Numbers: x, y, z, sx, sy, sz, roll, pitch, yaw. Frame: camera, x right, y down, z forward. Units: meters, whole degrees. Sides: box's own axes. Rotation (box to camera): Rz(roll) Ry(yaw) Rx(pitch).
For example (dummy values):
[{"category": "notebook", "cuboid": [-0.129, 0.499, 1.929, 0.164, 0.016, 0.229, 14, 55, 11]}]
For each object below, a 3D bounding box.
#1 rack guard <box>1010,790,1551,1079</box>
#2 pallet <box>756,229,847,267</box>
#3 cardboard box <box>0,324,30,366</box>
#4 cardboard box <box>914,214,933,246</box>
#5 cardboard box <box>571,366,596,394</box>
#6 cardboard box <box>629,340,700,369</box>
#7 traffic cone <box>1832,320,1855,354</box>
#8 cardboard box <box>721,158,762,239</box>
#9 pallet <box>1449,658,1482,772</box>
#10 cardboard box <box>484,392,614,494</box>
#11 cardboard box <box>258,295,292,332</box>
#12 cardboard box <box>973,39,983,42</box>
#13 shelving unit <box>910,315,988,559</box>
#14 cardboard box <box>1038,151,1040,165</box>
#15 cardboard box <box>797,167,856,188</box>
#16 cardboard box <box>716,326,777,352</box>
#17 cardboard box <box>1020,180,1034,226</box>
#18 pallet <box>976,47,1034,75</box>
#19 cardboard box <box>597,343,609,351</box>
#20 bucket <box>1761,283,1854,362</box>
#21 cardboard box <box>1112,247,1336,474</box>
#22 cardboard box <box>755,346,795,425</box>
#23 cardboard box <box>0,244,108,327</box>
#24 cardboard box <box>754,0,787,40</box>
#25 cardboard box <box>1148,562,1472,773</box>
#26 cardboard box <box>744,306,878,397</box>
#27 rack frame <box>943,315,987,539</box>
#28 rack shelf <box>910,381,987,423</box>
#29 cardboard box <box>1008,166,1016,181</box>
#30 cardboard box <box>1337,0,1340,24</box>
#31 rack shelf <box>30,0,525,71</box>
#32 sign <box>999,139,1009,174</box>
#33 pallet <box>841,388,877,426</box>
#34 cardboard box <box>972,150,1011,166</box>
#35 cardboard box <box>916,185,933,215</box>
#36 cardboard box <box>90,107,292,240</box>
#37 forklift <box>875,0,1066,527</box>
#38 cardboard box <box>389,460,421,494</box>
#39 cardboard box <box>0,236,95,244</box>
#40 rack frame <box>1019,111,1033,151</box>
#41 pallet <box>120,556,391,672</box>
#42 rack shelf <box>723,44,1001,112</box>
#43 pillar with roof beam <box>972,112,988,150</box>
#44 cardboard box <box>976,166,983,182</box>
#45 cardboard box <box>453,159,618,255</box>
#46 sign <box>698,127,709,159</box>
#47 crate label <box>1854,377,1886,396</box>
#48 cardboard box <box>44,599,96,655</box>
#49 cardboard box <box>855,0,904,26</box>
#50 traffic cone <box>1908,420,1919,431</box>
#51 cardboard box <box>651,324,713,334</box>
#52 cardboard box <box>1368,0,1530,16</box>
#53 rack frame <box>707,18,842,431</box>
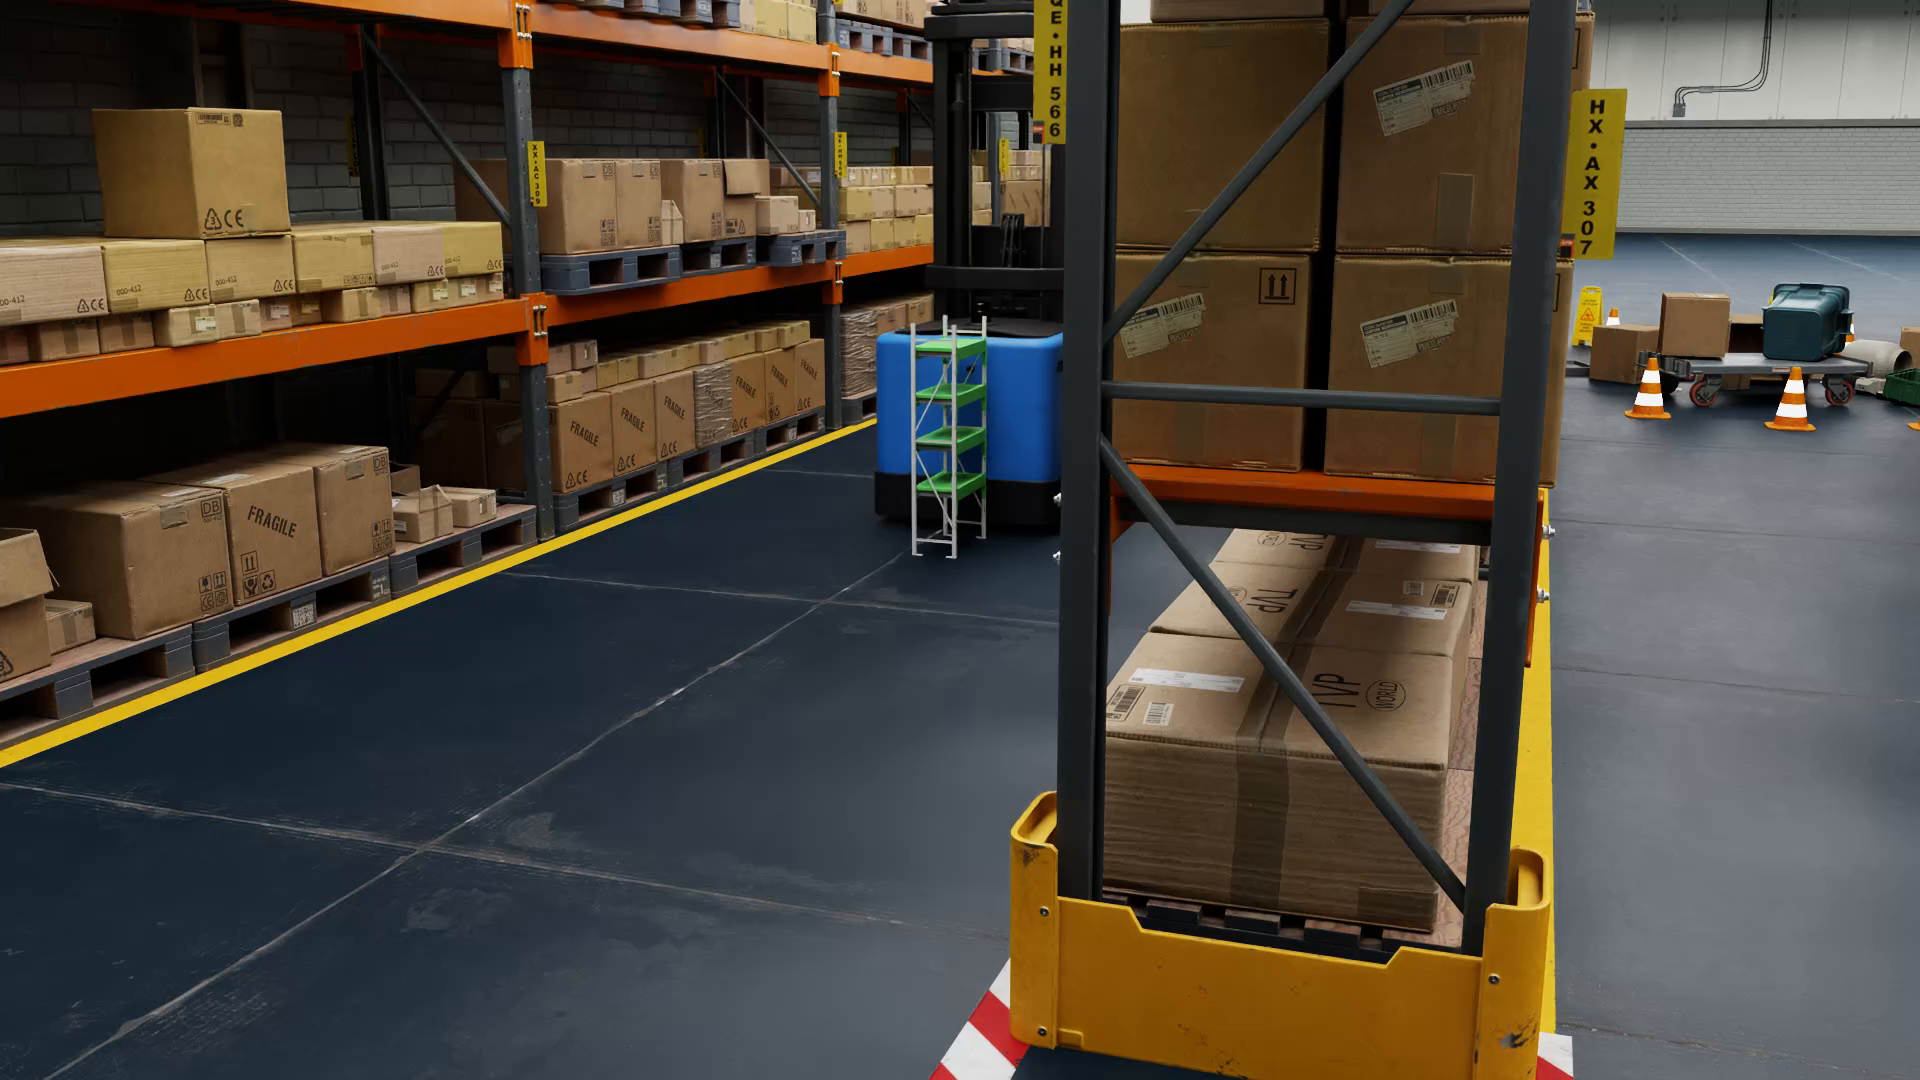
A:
[{"category": "rack guard", "cuboid": [0.708, 0.929, 3.796, 1.175, 0.500, 0.348, 4, 14, 18]}, {"category": "pallet", "cuboid": [-1.547, -2.095, 11.856, 1.213, 0.211, 1.003, 4, 14, 18]}, {"category": "cardboard box", "cuboid": [-3.526, -0.693, 5.850, 0.380, 0.149, 0.250, 4, 14, 18]}, {"category": "cardboard box", "cuboid": [-0.522, -2.662, 14.249, 0.500, 0.250, 0.500, 5, 14, 20]}, {"category": "cardboard box", "cuboid": [-2.304, -0.917, 9.479, 0.380, 0.149, 0.250, 4, 13, 17]}, {"category": "cardboard box", "cuboid": [-1.897, -1.191, 10.681, 0.380, 0.149, 0.250, 4, 14, 19]}, {"category": "traffic cone", "cuboid": [9.093, -2.083, 17.072, 0.336, 0.463, 0.334, 4, 14, 18]}, {"category": "cardboard box", "cuboid": [-1.747, -2.234, 10.860, 0.797, 0.503, 0.637, 4, 13, 17]}, {"category": "pallet", "cuboid": [1.297, 0.634, 5.734, 1.003, 0.211, 1.213, 4, 14, 18]}, {"category": "cardboard box", "cuboid": [-2.319, -0.566, 9.399, 0.500, 0.500, 0.500, 5, 14, 21]}, {"category": "cardboard box", "cuboid": [-3.068, -0.963, 7.029, 0.380, 0.149, 0.250, 4, 14, 18]}, {"category": "cardboard box", "cuboid": [-0.103, -4.681, 15.046, 0.500, 0.311, 0.500, 4, 13, 17]}, {"category": "shelving unit", "cuboid": [-0.054, -0.550, 8.702, 0.258, 1.200, 0.503, 4, 14, 18]}, {"category": "cardboard box", "cuboid": [0.626, -4.011, 17.470, 0.380, 0.149, 0.250, 4, 14, 18]}, {"category": "cardboard box", "cuboid": [-1.012, -2.747, 12.600, 0.380, 0.149, 0.250, 5, 14, 20]}, {"category": "cardboard box", "cuboid": [-1.500, -1.404, 11.616, 0.380, 0.149, 0.250, 4, 13, 17]}, {"category": "cardboard box", "cuboid": [0.444, -3.413, 16.974, 0.500, 0.500, 0.500, 5, 14, 19]}, {"category": "pallet", "cuboid": [0.152, -4.779, 16.643, 1.003, 0.211, 1.213, 4, 14, 18]}, {"category": "cardboard box", "cuboid": [-2.463, -1.170, 10.590, 0.380, 0.149, 0.250, 5, 14, 19]}, {"category": "bucket", "cuboid": [7.177, -1.826, 14.190, 0.726, 0.611, 0.620, 10, 26, 38]}, {"category": "cardboard box", "cuboid": [0.621, -0.465, 4.057, 0.500, 0.500, 0.500, 4, 14, 19]}, {"category": "cardboard box", "cuboid": [-1.499, -1.113, 11.798, 0.500, 0.500, 0.500, 4, 13, 18]}, {"category": "cardboard box", "cuboid": [-3.418, -0.906, 5.885, 0.500, 0.250, 0.500, 5, 14, 19]}, {"category": "cardboard box", "cuboid": [-1.492, -3.494, 11.151, 0.500, 0.250, 0.500, 4, 14, 19]}, {"category": "cardboard box", "cuboid": [1.123, 0.410, 5.266, 0.875, 0.438, 0.875, 5, 14, 20]}, {"category": "cardboard box", "cuboid": [-1.179, -1.514, 13.271, 0.875, 0.625, 0.625, 5, 14, 20]}, {"category": "rack frame", "cuboid": [0.025, -0.601, 8.927, 0.240, 1.200, 0.015, 4, 14, 18]}, {"category": "rack shelf", "cuboid": [-0.054, -0.722, 8.662, 0.258, 0.148, 0.480, 4, 14, 18]}, {"category": "cardboard box", "cuboid": [0.335, -3.646, 16.539, 0.380, 0.149, 0.250, 5, 14, 20]}, {"category": "cardboard box", "cuboid": [0.702, -1.293, 3.982, 0.380, 0.149, 0.250, 5, 14, 19]}, {"category": "rack shelf", "cuboid": [-3.335, -2.185, 6.694, 1.077, 0.370, 4.000, 4, 14, 18]}, {"category": "sign", "cuboid": [0.417, -3.667, 15.890, 0.100, 0.325, 0.005, 4, 14, 18]}, {"category": "pallet", "cuboid": [-1.091, -1.147, 13.540, 1.003, 0.211, 1.213, 4, 14, 18]}, {"category": "cardboard box", "cuboid": [0.284, -3.734, 16.256, 0.380, 0.149, 0.250, 5, 14, 20]}, {"category": "cardboard box", "cuboid": [-0.528, -2.906, 14.194, 0.500, 0.250, 0.500, 5, 14, 19]}, {"category": "cardboard box", "cuboid": [-3.096, -1.481, 6.720, 0.500, 0.500, 0.500, 5, 14, 20]}, {"category": "forklift", "cuboid": [0.453, -1.786, 10.227, 1.130, 2.935, 3.031, 4, 13, 17]}, {"category": "cardboard box", "cuboid": [-3.126, -0.266, 8.510, 0.500, 0.311, 0.500, 5, 14, 20]}, {"category": "cardboard box", "cuboid": [-3.752, -1.052, 6.525, 0.500, 0.250, 0.500, 5, 14, 20]}, {"category": "rack frame", "cuboid": [1.194, -4.021, 19.862, 1.000, 3.000, 0.127, 4, 14, 18]}, {"category": "pallet", "cuboid": [-3.304, 0.268, 7.340, 1.003, 0.211, 1.213, 4, 14, 18]}, {"category": "rack shelf", "cuboid": [-0.747, -3.869, 14.074, 1.077, 0.370, 4.000, 4, 14, 18]}, {"category": "pillar with roof beam", "cuboid": [4.190, -6.554, 17.479, 9.100, 9.000, 0.400, 4, 14, 18]}, {"category": "cardboard box", "cuboid": [0.000, -3.455, 15.704, 0.380, 0.149, 0.250, 5, 14, 20]}, {"category": "cardboard box", "cuboid": [-2.320, -1.833, 9.110, 0.700, 0.500, 0.500, 5, 14, 20]}, {"category": "sign", "cuboid": [-1.920, -2.940, 12.526, 0.100, 0.325, 0.005, 4, 14, 18]}, {"category": "crate label", "cuboid": [8.015, -1.347, 14.583, 0.298, 0.136, 0.250, -5, 14, -21]}, {"category": "cardboard box", "cuboid": [-3.521, 0.325, 6.287, 0.380, 0.149, 0.250, 4, 13, 16]}, {"category": "cardboard box", "cuboid": [-0.860, -4.349, 13.168, 0.700, 0.500, 0.500, 4, 13, 17]}, {"category": "traffic cone", "cuboid": [7.452, -1.076, 12.663, 0.336, 0.463, 0.334, 4, 14, 18]}, {"category": "cardboard box", "cuboid": [-1.974, -1.439, 11.768, 0.380, 0.149, 0.250, 5, 14, 19]}, {"category": "cardboard box", "cuboid": [1.092, -1.202, 3.586, 0.380, 0.149, 0.250, 5, 14, 20]}, {"category": "rack frame", "cuboid": [-1.394, -2.336, 12.482, 1.000, 3.000, 0.127, 4, 14, 18]}]
